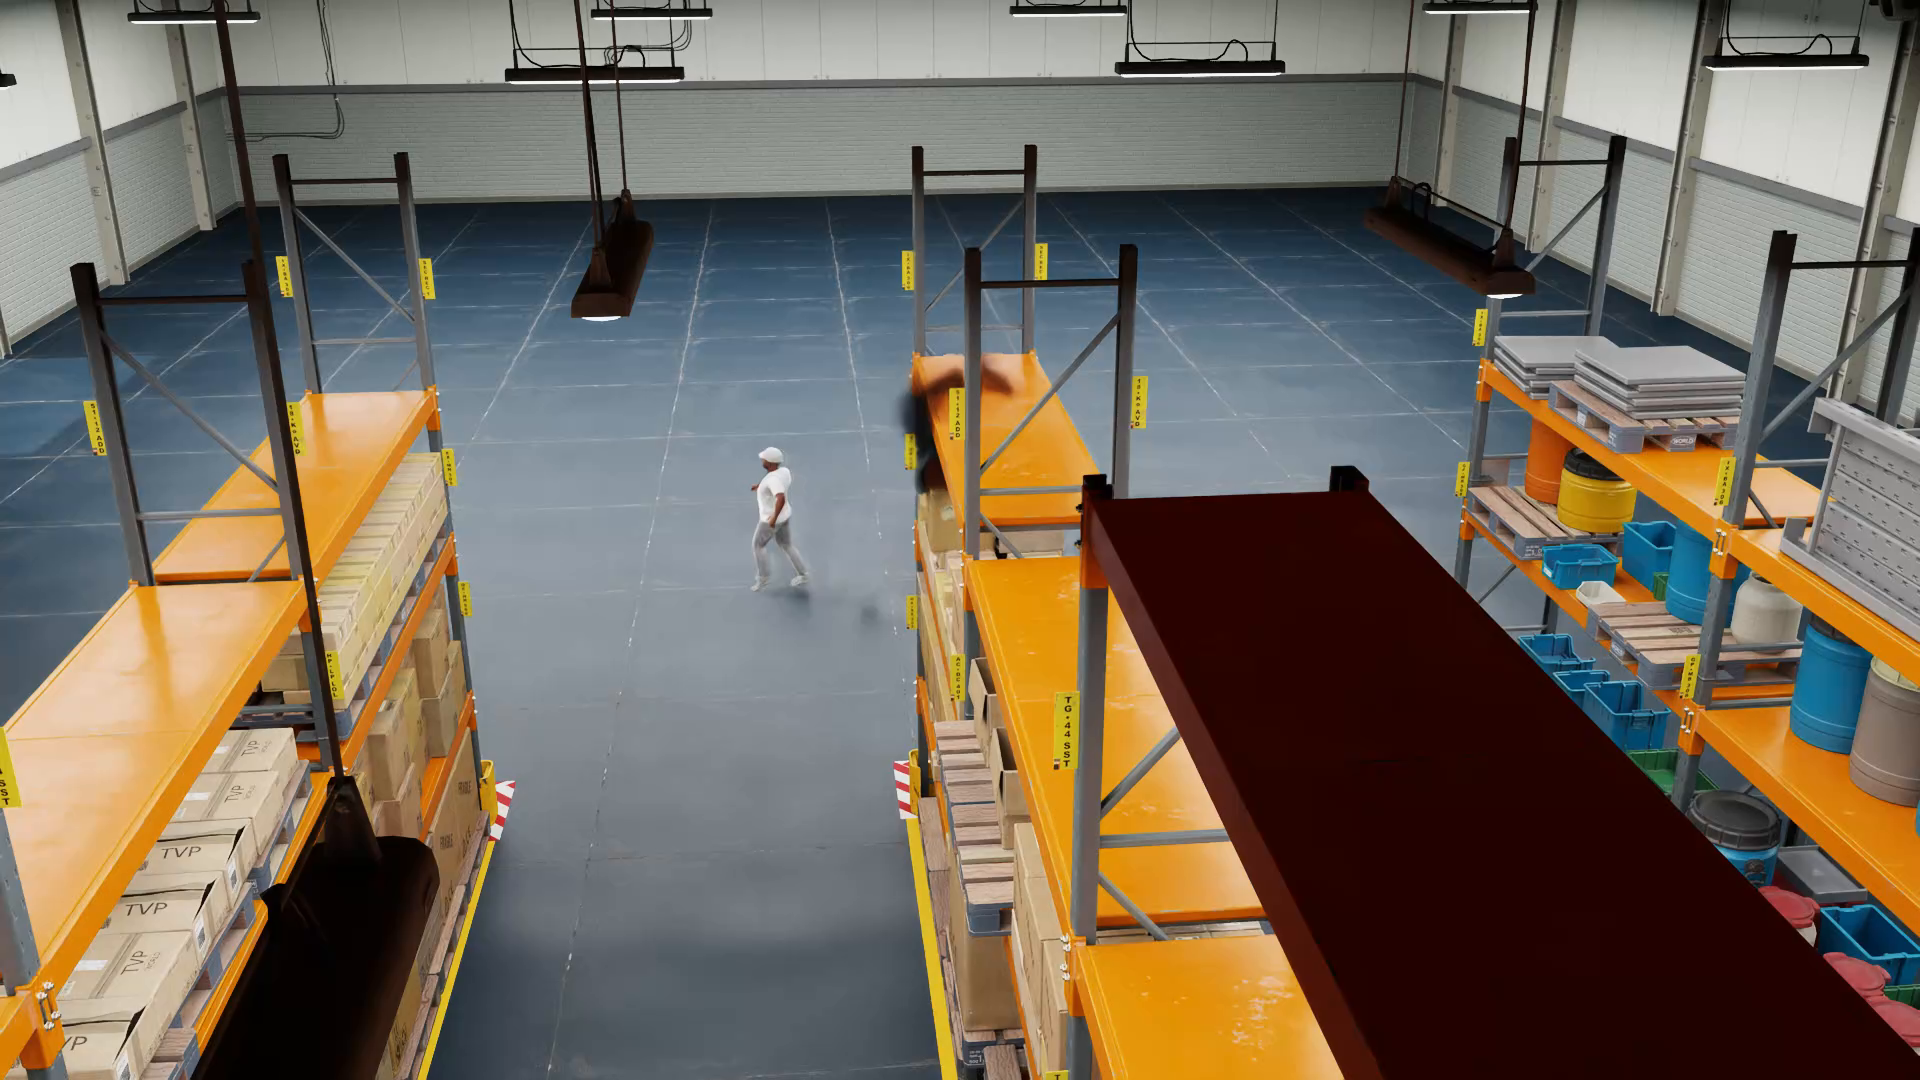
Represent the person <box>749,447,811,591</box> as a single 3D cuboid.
[{"bbox_3d":[-2.183,-0.227,19.811,0.774,1.834,0.720,9,23,21],"label":"person"}]
